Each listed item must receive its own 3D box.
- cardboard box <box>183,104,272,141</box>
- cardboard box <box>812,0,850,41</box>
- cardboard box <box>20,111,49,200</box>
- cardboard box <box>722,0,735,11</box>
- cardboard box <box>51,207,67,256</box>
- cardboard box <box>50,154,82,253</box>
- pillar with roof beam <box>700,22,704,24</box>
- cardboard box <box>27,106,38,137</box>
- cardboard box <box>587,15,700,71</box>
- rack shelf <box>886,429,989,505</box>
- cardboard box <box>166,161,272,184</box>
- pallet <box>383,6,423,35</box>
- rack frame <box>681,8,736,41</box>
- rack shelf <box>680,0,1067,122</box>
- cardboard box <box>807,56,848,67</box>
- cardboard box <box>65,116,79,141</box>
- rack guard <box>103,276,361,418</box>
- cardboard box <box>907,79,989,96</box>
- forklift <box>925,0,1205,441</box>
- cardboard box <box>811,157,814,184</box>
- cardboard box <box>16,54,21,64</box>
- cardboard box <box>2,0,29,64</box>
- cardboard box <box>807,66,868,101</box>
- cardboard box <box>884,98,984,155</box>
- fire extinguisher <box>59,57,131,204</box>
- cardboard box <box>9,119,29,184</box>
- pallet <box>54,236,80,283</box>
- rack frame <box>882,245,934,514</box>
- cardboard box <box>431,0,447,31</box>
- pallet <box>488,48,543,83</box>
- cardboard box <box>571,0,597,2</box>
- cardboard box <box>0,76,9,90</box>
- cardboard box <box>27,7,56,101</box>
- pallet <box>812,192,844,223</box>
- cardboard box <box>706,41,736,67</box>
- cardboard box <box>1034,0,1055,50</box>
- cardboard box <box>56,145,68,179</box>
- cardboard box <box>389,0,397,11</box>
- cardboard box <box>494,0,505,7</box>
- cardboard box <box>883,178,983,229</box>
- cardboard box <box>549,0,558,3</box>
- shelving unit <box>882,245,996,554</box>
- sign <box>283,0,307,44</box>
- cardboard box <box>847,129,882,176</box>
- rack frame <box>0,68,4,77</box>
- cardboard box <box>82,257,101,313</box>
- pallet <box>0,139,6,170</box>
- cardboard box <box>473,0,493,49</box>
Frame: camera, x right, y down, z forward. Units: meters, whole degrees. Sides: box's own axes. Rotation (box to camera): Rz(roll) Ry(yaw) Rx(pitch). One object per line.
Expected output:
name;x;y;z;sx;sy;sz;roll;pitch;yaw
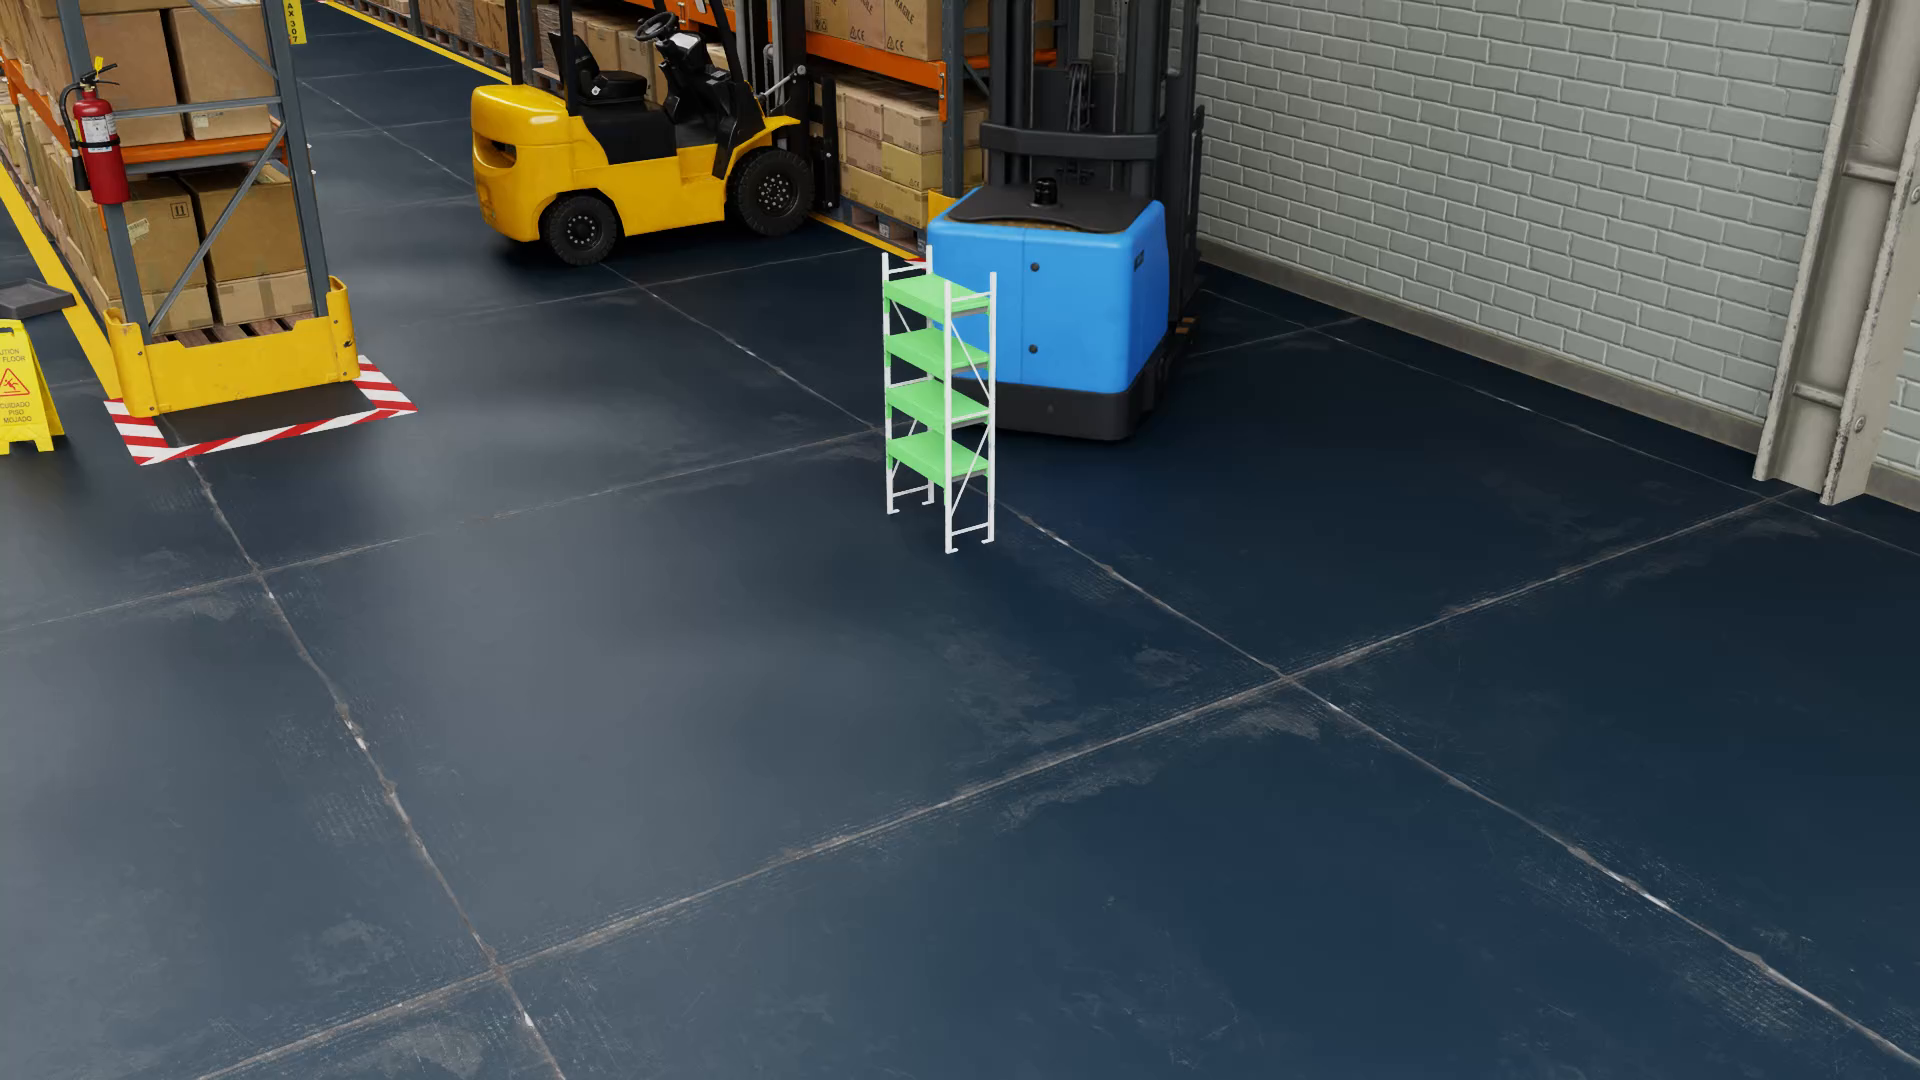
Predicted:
cardboard box;-3.833;-2.203;8.698;0.380;0.149;0.250;-15;29;-29
cardboard box;-0.709;-3.836;11.746;0.500;0.500;0.500;-16;30;-31
cardboard box;-5.909;-2.590;11.073;0.500;0.500;0.500;-14;29;-27
cardboard box;-1.526;-4.379;12.896;0.500;0.500;0.500;-15;29;-29
cardboard box;-5.608;-2.062;10.834;0.500;0.250;0.500;-14;29;-27
cardboard box;-5.035;-2.027;9.880;0.500;0.500;0.500;-16;30;-31
pillar with roof beam;-6.172;-7.620;12.851;9.100;9.000;0.400;-16;29;-30
cardboard box;-5.609;-2.641;10.421;0.380;0.149;0.250;-14;29;-28
cardboard box;-2.972;-4.584;15.736;0.875;0.625;0.625;-17;30;-32
rack shelf;-0.090;-0.327;7.249;0.258;0.148;0.480;-16;29;-30
cardboard box;-4.332;-1.980;9.782;0.500;0.500;0.500;-17;30;-31
pallet;-6.589;-6.582;20.946;1.003;0.211;1.213;-16;29;-30
rack frame;-1.848;-4.736;13.769;1.000;3.000;0.127;-16;29;-30
rack shelf;-0.756;-3.695;12.407;1.077;0.370;4.000;-16;29;-30
cardboard box;-0.863;-3.642;13.009;0.500;0.250;0.500;-15;29;-29
cardboard box;-4.436;-2.182;8.653;0.380;0.149;0.250;-16;30;-30
rack guard;-3.863;-1.044;8.876;1.175;0.500;0.348;-16;29;-30
cardboard box;-0.044;-3.098;11.856;0.500;0.250;0.500;-15;29;-29
forklift;0.761;-2.415;8.933;1.130;2.935;3.031;8;26;16
cardboard box;-1.017;-2.888;12.583;0.500;0.250;0.500;-15;29;-28
cardboard box;-5.920;-3.199;10.806;0.380;0.149;0.250;-15;29;-28
cardboard box;-5.442;-3.179;10.004;0.500;0.500;0.500;-16;30;-30
cardboard box;-1.015;-3.338;12.366;0.500;0.250;0.500;-16;30;-31
cardboard box;-0.177;-2.796;11.217;0.500;0.250;0.500;-14;29;-28
fire extinguisher;-4.145;-1.964;7.987;0.296;0.674;0.183;-16;29;-30
cardboard box;-6.689;-3.023;12.726;0.950;0.372;0.625;-14;28;-26
pallet;-5.609;-2.085;11.419;1.003;0.211;1.213;-16;29;-30
rack frame;-0.224;-0.689;7.304;0.240;1.200;0.015;-16;29;-30
cardboard box;-5.841;-6.243;19.398;0.500;0.500;0.500;-16;30;-30
pallet;-4.408;-5.182;17.979;1.003;0.211;1.213;-16;29;-30
cardboard box;-4.055;-5.779;17.654;0.380;0.149;0.250;-14;29;-27
cardboard box;-7.888;-3.806;14.385;0.950;0.372;0.625;-18;31;-33
cardboard box;-4.618;-2.637;8.857;0.500;0.500;0.500;-15;29;-29
pallet;-0.779;-2.744;12.816;1.003;0.211;1.213;-16;29;-30
cardboard box;-1.847;-3.889;13.531;0.500;0.250;0.500;-16;30;-30
cardboard box;0.298;-3.593;11.229;0.500;0.500;0.500;-14;29;-28
cardboard box;-4.868;-2.158;9.399;0.380;0.149;0.250;-15;29;-29
cardboard box;-6.960;-6.810;20.872;0.396;0.266;0.258;-14;29;-28
cardboard box;-4.689;-5.728;17.546;0.380;0.149;0.250;-17;30;-32
cardboard box;-0.186;-2.346;11.435;0.500;0.250;0.500;-15;29;-29
cardboard box;-4.278;-5.622;18.083;0.500;0.500;0.500;-15;29;-29
shelving unit;-0.090;-0.602;7.119;0.258;1.200;0.503;-16;29;-30
sign;-3.367;-2.665;8.368;0.100;0.325;0.005;-16;29;-30
cardboard box;-0.457;-2.761;11.728;0.500;0.250;0.500;-16;30;-30
rack frame;-8.189;-5.009;14.346;1.000;3.000;0.127;-16;29;-30
cardboard box;-4.764;-1.507;9.658;0.500;0.250;0.500;-15;29;-29
pallet;-7.763;-3.468;14.349;1.003;0.211;1.213;-16;29;-30
cardboard box;-4.995;-5.695;18.237;0.500;0.500;0.500;-14;29;-27
